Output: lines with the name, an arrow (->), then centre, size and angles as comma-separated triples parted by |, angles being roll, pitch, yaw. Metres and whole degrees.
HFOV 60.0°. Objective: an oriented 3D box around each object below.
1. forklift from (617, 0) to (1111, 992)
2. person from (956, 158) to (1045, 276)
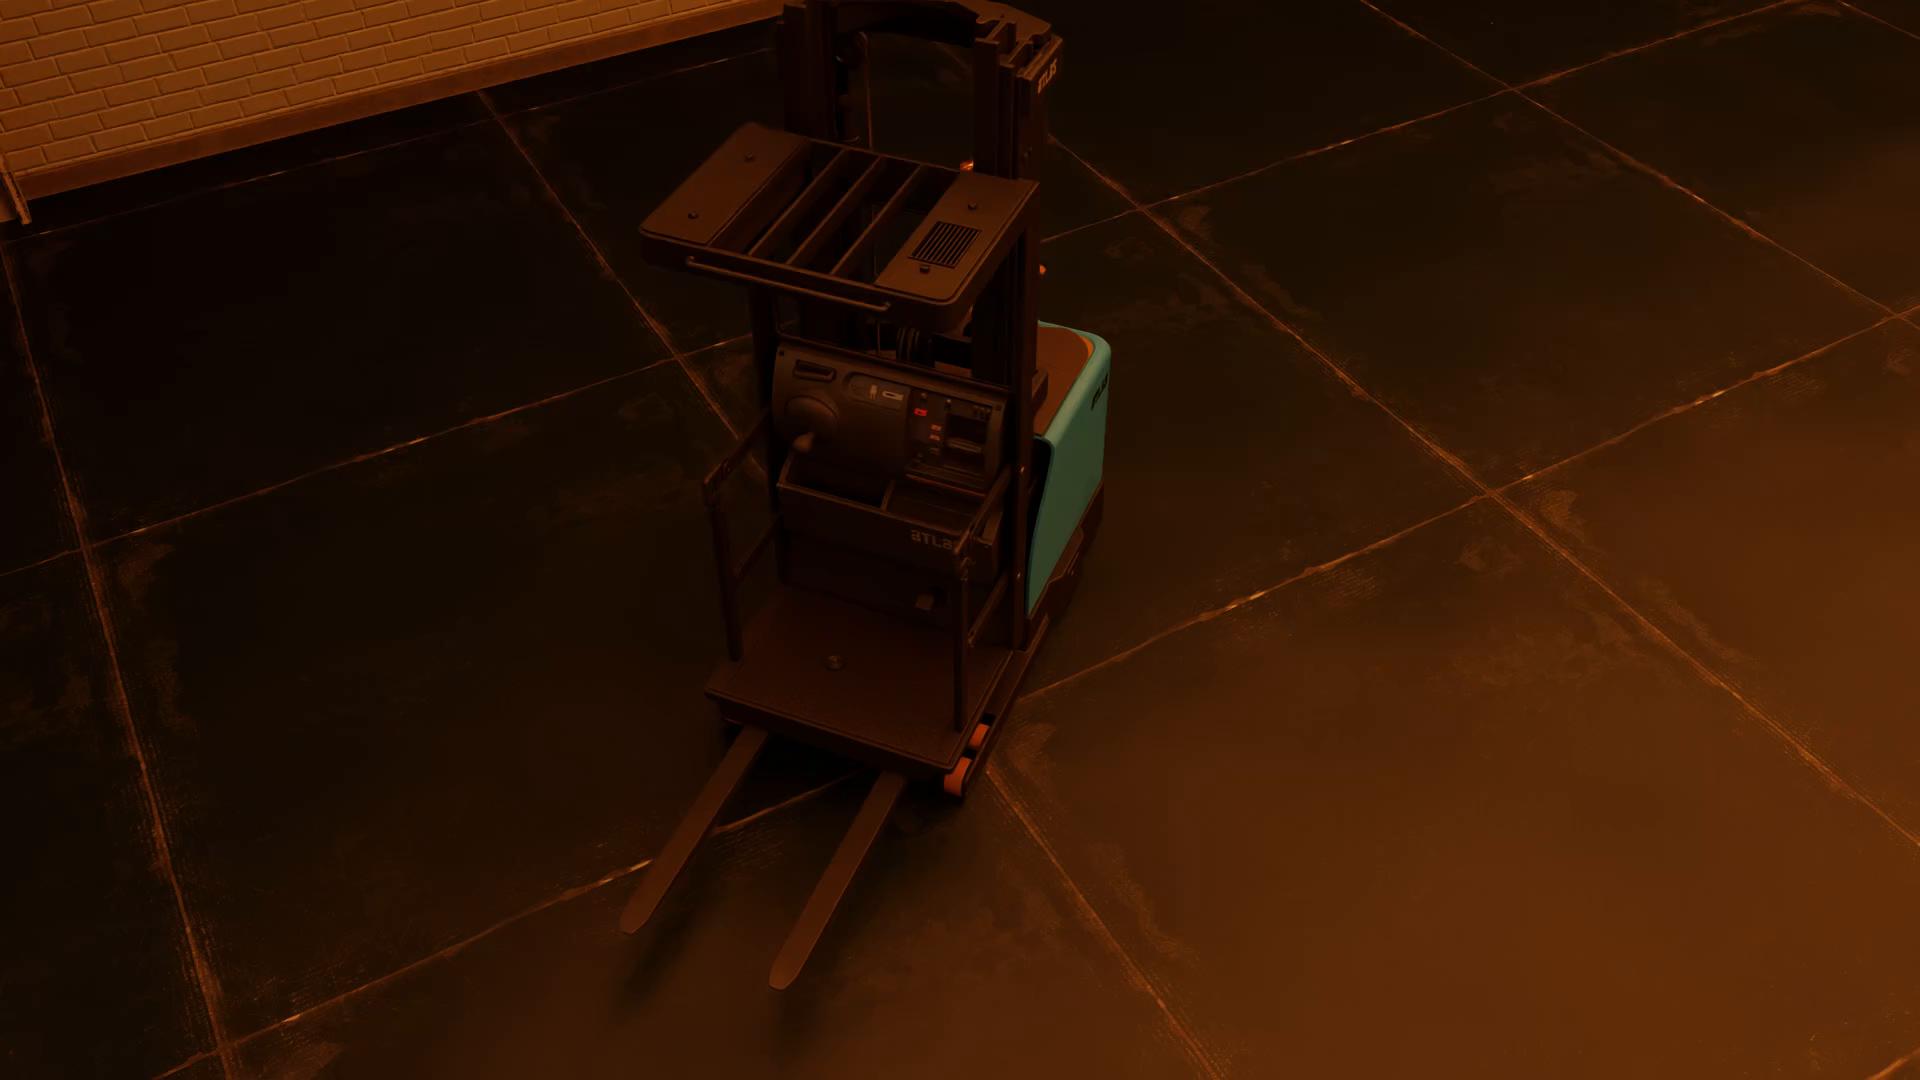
forklift -> -0.356, -0.369, 6.096 | 1.130, 2.935, 3.031 | 16, 45, 16
person -> 0.121, -1.271, 8.210 | 0.761, 1.392, 1.122 | -17, 45, -17
